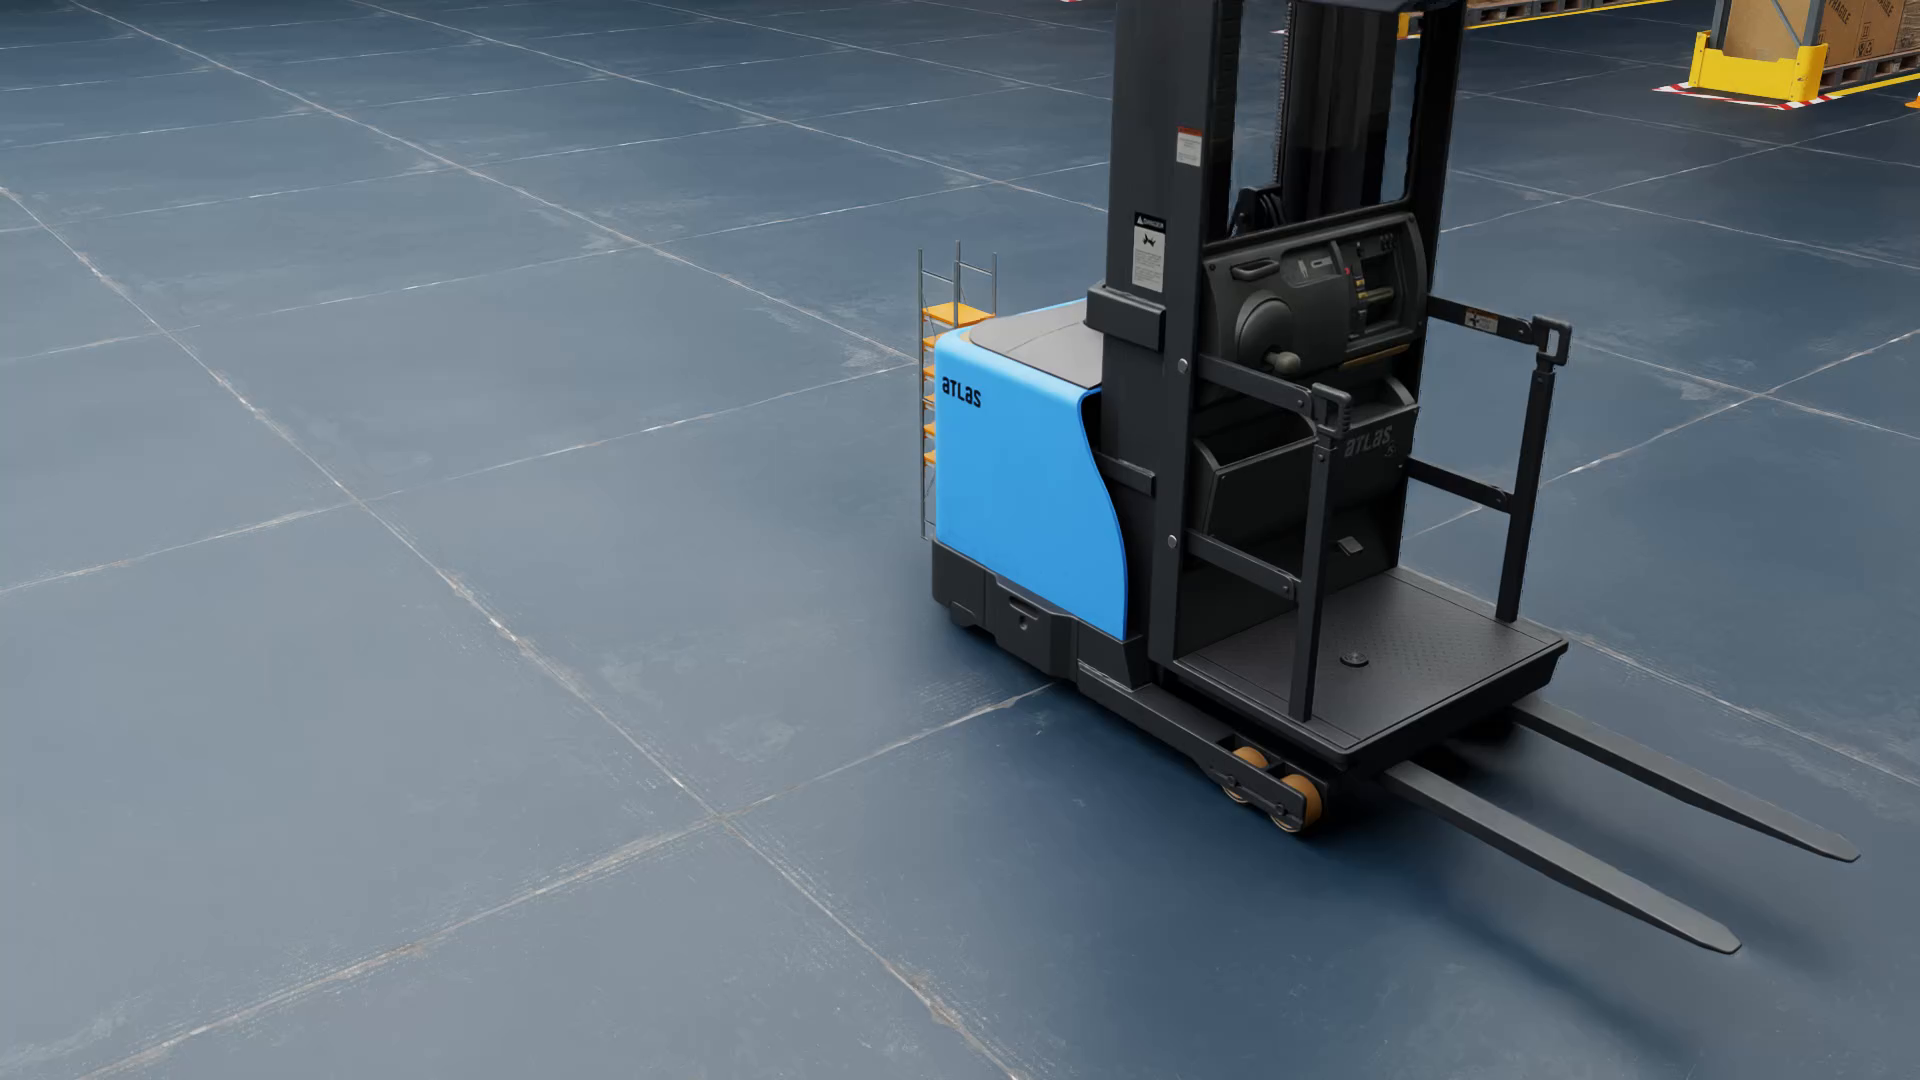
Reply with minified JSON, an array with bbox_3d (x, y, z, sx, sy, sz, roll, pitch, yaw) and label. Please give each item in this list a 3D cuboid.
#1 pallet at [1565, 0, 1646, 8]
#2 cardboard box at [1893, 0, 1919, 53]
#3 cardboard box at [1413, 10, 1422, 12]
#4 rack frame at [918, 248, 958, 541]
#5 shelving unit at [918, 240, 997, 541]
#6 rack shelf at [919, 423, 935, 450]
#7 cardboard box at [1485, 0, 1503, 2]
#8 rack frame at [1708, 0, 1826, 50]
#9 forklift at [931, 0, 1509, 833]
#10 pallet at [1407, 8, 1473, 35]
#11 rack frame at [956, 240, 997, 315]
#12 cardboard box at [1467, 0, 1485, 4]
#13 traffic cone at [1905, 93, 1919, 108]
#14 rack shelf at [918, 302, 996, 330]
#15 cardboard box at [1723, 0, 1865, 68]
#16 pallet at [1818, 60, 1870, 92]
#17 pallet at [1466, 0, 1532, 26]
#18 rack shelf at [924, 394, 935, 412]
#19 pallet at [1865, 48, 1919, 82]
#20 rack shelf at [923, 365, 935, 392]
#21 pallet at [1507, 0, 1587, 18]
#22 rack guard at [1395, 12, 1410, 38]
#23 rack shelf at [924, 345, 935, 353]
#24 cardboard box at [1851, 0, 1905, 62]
[{"bbox_3d":[8.459,-7.355,22.348,1.213,0.211,1.003,-18,31,-34],"label":"pallet"},{"bbox_3d":[9.583,-5.599,17.277,0.875,0.875,0.875,-18,30,-34],"label":"cardboard box"},{"bbox_3d":[5.201,-6.592,19.861,0.500,0.500,0.500,-12,28,-25],"label":"cardboard box"},{"bbox_3d":[-0.083,-0.517,6.438,0.006,1.200,0.240,-18,31,-34],"label":"rack frame"},{"bbox_3d":[-0.011,-0.540,6.489,0.189,1.200,0.258,-18,31,-34],"label":"shelving unit"},{"bbox_3d":[-0.011,-0.391,6.559,0.180,0.103,0.258,-18,31,-34],"label":"rack shelf"},{"bbox_3d":[6.622,-7.045,20.837,0.500,0.500,0.500,-22,33,-38],"label":"cardboard box"},{"bbox_3d":[7.681,-5.709,15.488,0.127,3.000,1.000,-18,31,-34],"label":"rack frame"},{"bbox_3d":[1.201,-0.707,4.791,1.130,2.935,3.031,-18,31,-34],"label":"forklift"},{"bbox_3d":[5.421,-6.333,20.144,1.213,0.211,1.003,-18,31,-34],"label":"pallet"},{"bbox_3d":[0.061,-0.564,6.541,0.006,1.200,0.240,-18,31,-34],"label":"rack frame"},{"bbox_3d":[6.155,-6.915,20.556,0.500,0.500,0.500,-15,29,-29],"label":"cardboard box"},{"bbox_3d":[8.975,-4.226,15.306,0.334,0.463,0.336,-18,31,-34],"label":"traffic cone"},{"bbox_3d":[-0.011,-0.827,6.356,0.180,0.103,0.258,-18,31,-34],"label":"rack shelf"},{"bbox_3d":[8.174,-5.134,16.274,0.875,0.875,0.875,-18,30,-34],"label":"cardboard box"},{"bbox_3d":[8.262,-4.678,16.579,1.213,0.211,1.003,-18,31,-34],"label":"pallet"},{"bbox_3d":[6.380,-6.648,20.823,1.213,0.211,1.003,-18,31,-34],"label":"pallet"},{"bbox_3d":[-0.011,-0.500,6.508,0.180,0.103,0.258,-18,31,-34],"label":"rack shelf"},{"bbox_3d":[9.221,-4.993,17.258,1.213,0.211,1.003,-18,31,-34],"label":"pallet"},{"bbox_3d":[-0.011,-0.609,6.457,0.180,0.103,0.258,-18,31,-34],"label":"rack shelf"},{"bbox_3d":[7.341,-6.966,21.510,1.213,0.211,1.003,-18,31,-34],"label":"pallet"},{"bbox_3d":[4.759,-6.264,19.654,0.348,0.500,1.175,-18,31,-34],"label":"rack guard"},{"bbox_3d":[-0.011,-0.736,6.399,0.166,0.020,0.199,-18,31,-34],"label":"rack shelf"},{"bbox_3d":[8.865,-5.363,16.768,0.875,0.875,0.875,-19,31,-35],"label":"cardboard box"}]
